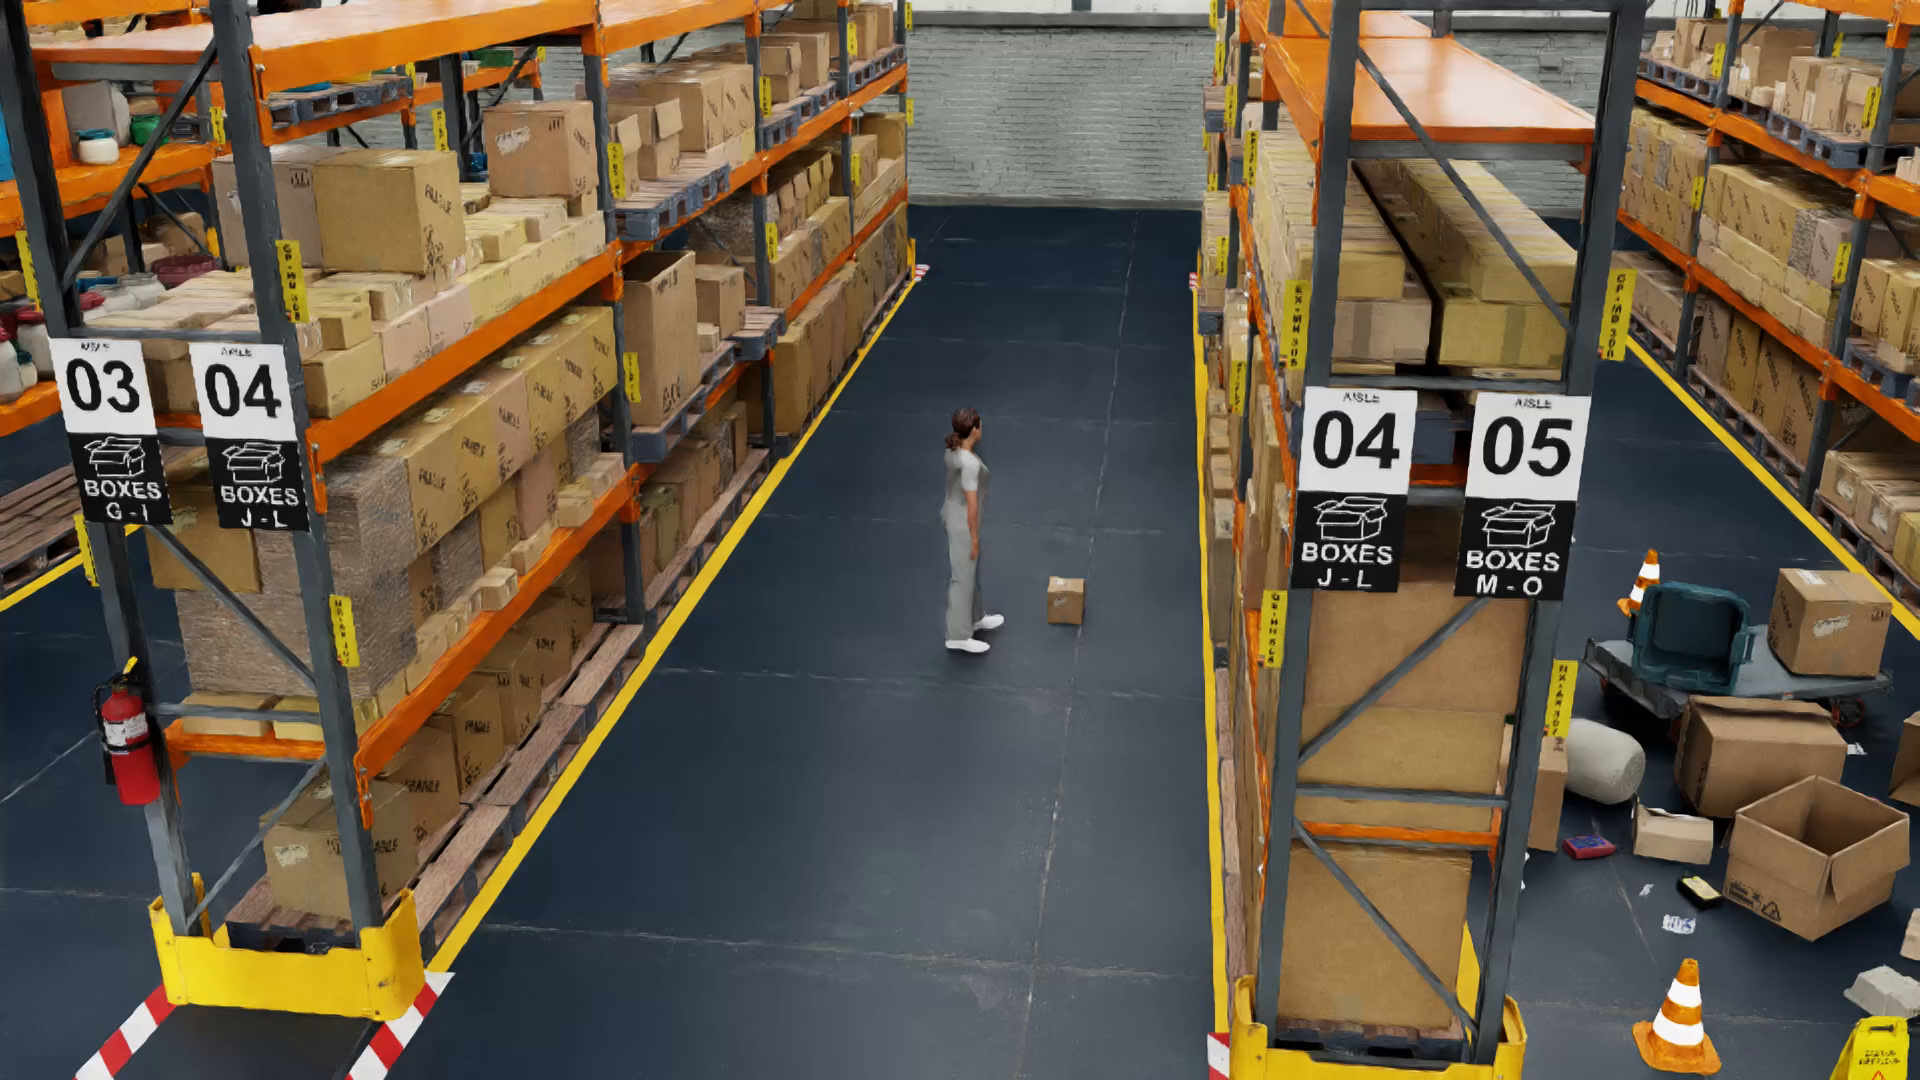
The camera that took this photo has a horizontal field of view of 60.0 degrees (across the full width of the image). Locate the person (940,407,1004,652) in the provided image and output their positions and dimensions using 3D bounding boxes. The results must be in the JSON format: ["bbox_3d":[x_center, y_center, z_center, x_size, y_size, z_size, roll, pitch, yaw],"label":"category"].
[{"bbox_3d":[0.110,-0.091,11.259,0.493,1.678,0.507,-7,22,-17],"label":"person"}]
